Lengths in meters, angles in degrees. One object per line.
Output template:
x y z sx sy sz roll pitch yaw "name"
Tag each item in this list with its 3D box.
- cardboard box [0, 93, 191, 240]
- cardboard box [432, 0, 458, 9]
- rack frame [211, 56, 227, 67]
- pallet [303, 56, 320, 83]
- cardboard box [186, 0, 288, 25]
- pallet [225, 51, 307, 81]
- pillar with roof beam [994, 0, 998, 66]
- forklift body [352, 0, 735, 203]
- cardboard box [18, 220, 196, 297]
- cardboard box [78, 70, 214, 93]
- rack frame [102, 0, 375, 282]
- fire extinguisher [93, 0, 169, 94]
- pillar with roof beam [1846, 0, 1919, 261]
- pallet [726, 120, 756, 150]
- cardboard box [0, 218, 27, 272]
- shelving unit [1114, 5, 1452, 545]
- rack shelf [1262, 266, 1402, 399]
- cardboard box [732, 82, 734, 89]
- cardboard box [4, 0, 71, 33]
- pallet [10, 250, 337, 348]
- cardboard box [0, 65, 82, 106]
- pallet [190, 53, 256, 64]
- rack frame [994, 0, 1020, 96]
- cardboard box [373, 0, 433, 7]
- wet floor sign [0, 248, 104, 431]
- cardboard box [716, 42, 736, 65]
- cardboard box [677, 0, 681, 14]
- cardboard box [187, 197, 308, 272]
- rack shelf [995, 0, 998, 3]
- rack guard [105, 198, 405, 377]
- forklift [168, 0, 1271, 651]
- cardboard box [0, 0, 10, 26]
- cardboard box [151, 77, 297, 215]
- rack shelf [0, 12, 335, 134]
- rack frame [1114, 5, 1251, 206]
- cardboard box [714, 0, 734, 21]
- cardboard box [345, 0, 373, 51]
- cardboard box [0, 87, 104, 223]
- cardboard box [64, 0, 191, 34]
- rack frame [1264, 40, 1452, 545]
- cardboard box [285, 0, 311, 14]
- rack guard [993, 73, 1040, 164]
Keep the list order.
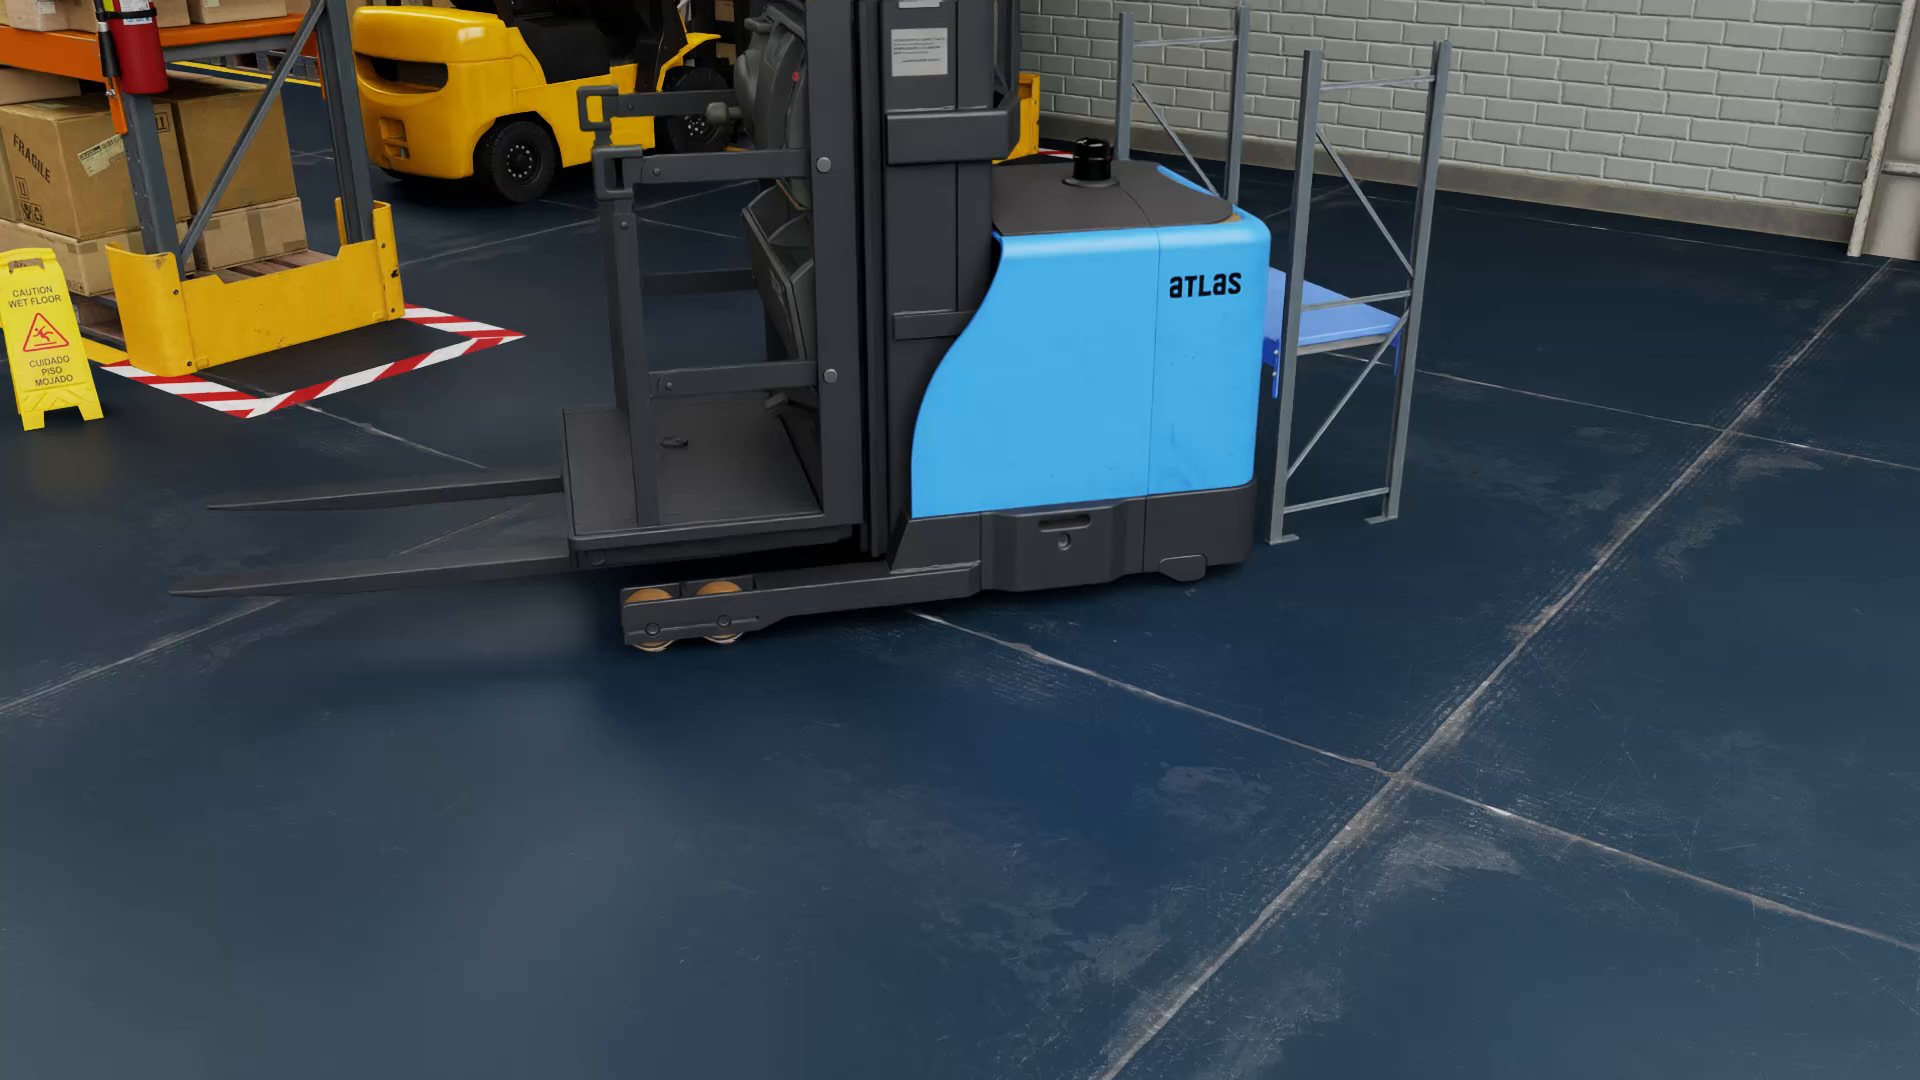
-3.726 -1.622 7.170 0.500 0.500 0.500 17 29 34 "cardboard box"
-3.580 -4.033 13.107 0.625 0.625 0.875 18 30 36 "cardboard box"
-6.356 -5.772 14.630 0.127 3.000 1.000 17 29 33 "rack frame"
-4.749 -3.989 14.042 1.213 0.211 1.003 17 29 33 "pallet"
-3.076 -2.269 6.991 0.250 0.149 0.380 17 29 33 "cardboard box"
-5.721 -4.284 14.712 1.213 0.211 1.003 17 29 33 "pallet"
-2.553 -5.653 6.920 0.400 9.000 9.100 17 29 33 "pillar with roof beam"
-2.566 -3.319 10.116 1.214 2.155 2.313 17 29 33 "forklift body"
-3.756 -1.284 7.332 0.500 0.250 0.500 17 29 33 "cardboard box"
-3.849 -1.927 7.863 0.500 0.500 0.500 16 28 31 "cardboard box"
-2.929 -2.235 6.603 0.127 3.000 1.000 17 29 33 "rack frame"
-3.113 -2.023 6.218 0.183 0.674 0.296 17 29 33 "fire extinguisher"
2.248 -4.202 3.627 0.400 9.000 9.100 17 29 33 "pillar with roof beam"
-1.564 -3.028 11.861 1.213 0.211 1.003 17 29 33 "pallet"
-4.147 -1.406 7.609 0.500 0.250 0.500 17 29 33 "cardboard box"
0.973 -0.903 5.439 0.538 1.500 1.048 -11 26 -23 "shelving unit"
0.973 -0.738 5.512 0.538 0.185 1.000 -11 26 -23 "rack shelf"
-1.307 -3.030 11.297 0.500 0.250 0.500 17 29 34 "cardboard box"
-3.625 -2.167 6.760 0.250 0.149 0.380 16 29 33 "cardboard box"
-3.618 -1.185 7.678 1.213 0.211 1.003 17 29 33 "pallet"
-4.060 -1.986 7.192 0.250 0.149 0.380 18 29 35 "cardboard box"
-6.931 -4.689 15.630 1.213 0.211 1.003 17 29 33 "pallet"
0.045 -3.838 10.240 0.127 3.000 1.000 17 29 33 "rack frame"
-4.196 -4.223 13.539 0.625 0.625 0.875 16 29 33 "cardboard box"
-3.418 -0.767 6.190 0.267 0.644 0.232 -15 28 -30 "wet floor sign"
-1.352 -3.260 11.198 0.500 0.250 0.500 16 28 32 "cardboard box"
-1.733 -3.605 11.361 0.500 0.250 0.500 16 28 32 "cardboard box"
-3.408 -1.453 7.718 0.500 0.250 0.500 17 29 33 "cardboard box"
-1.555 -3.992 11.482 4.000 0.370 1.077 17 29 33 "rack shelf"
-2.989 -1.110 7.148 0.348 0.500 1.175 17 29 33 "rack guard"
-0.696 -1.273 4.504 3.031 2.935 1.130 -6 24 -13 "forklift"
-3.818 -2.236 6.916 0.250 0.149 0.380 16 29 32 "cardboard box"
-3.428 -1.802 7.579 0.500 0.500 0.500 16 28 32 "cardboard box"
-4.529 -2.390 7.845 4.000 0.370 1.077 17 29 33 "rack shelf"
0.755 -1.088 5.860 0.500 1.500 0.032 -11 26 -23 "rack frame"
-1.332 -3.480 11.078 0.500 0.250 0.500 17 29 34 "cardboard box"
-4.799 -4.404 13.950 0.625 0.625 0.875 15 28 31 "cardboard box"
-4.146 -1.747 7.454 0.500 0.500 0.500 18 30 35 "cardboard box"
-3.356 -2.142 6.702 0.250 0.149 0.380 18 29 35 "cardboard box"
1.190 -0.718 5.018 0.500 1.500 0.032 -11 26 -23 "rack frame"
-5.338 -4.567 14.319 0.625 0.625 0.875 18 29 35 "cardboard box"
0.065 -2.688 10.730 0.348 0.500 1.175 17 29 33 "rack guard"
